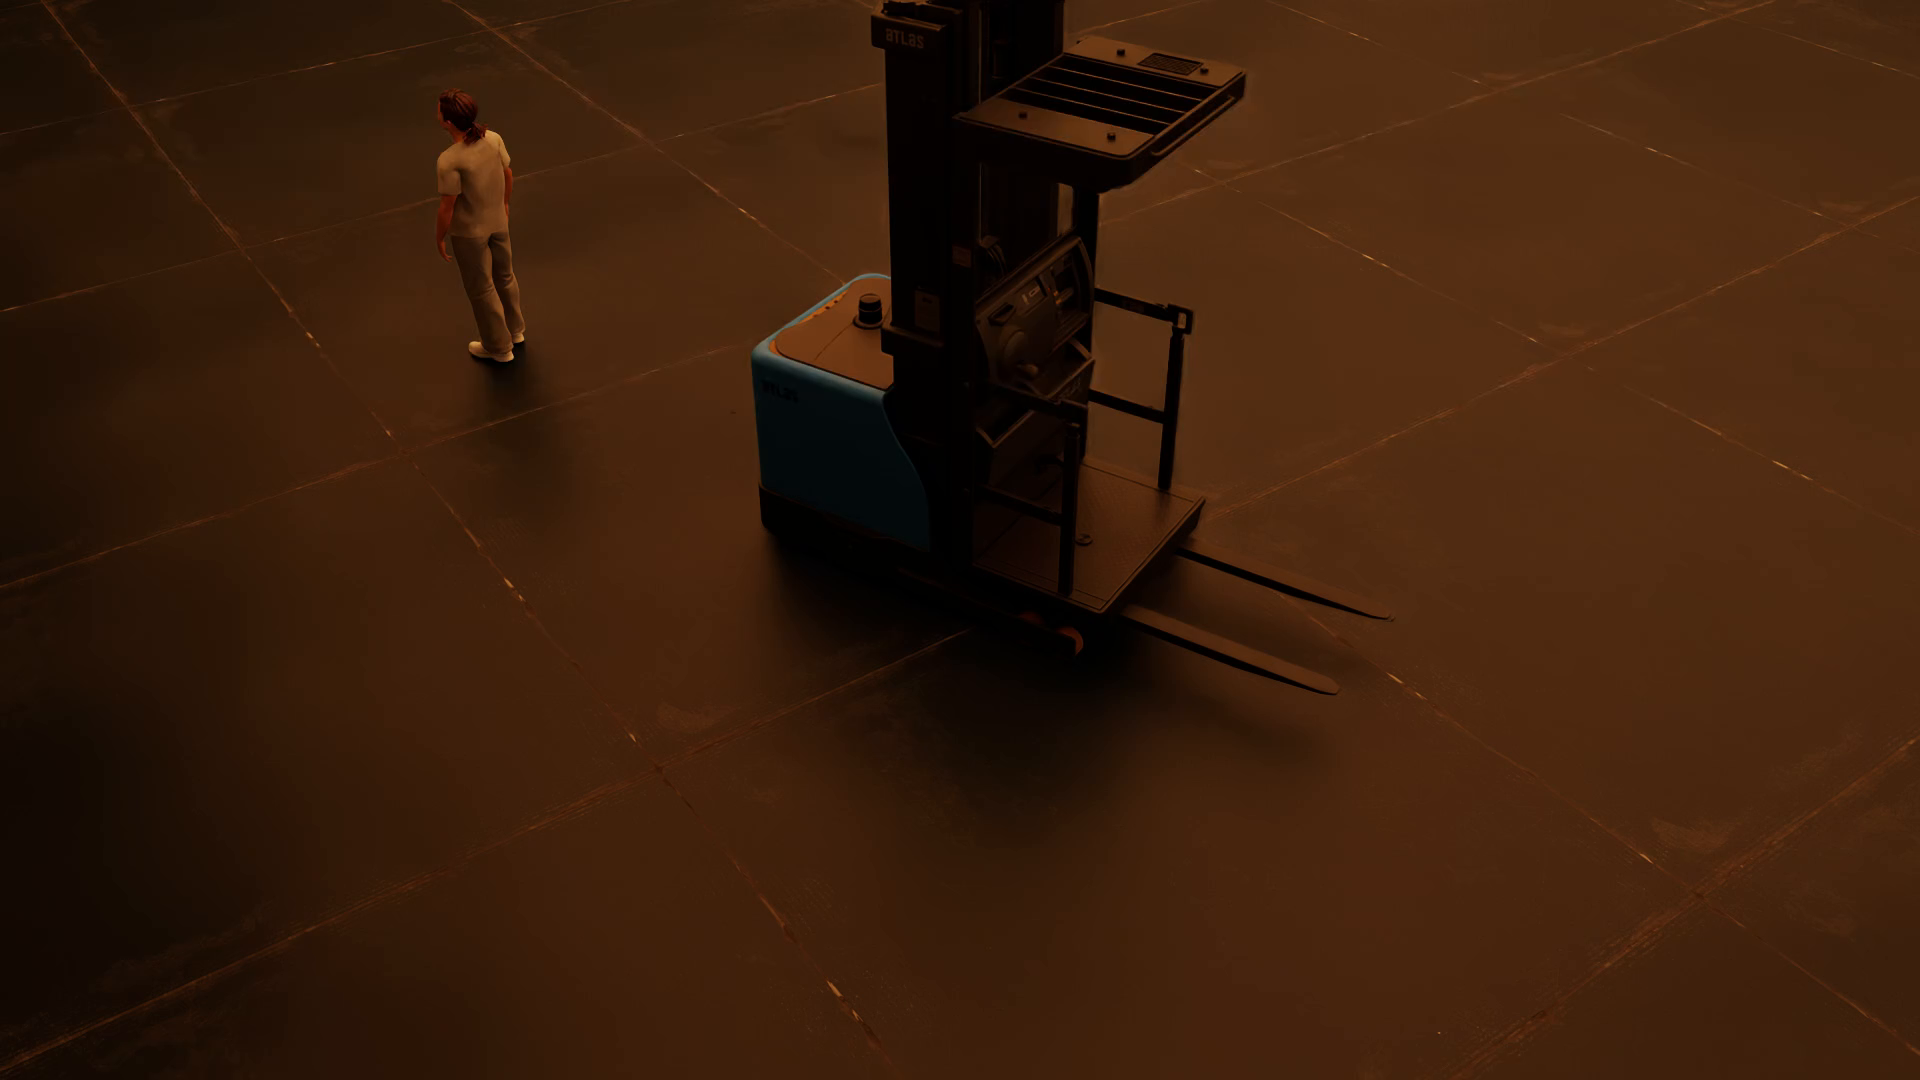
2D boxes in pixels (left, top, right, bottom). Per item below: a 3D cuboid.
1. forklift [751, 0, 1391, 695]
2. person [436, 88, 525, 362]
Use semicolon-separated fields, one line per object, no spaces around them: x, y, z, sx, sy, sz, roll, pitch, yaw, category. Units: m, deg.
0.514;-0.985;7.276;3.031;2.935;1.130;21;41;26;forklift
-2.757;-1.774;9.388;0.548;1.673;0.550;23;42;28;person
